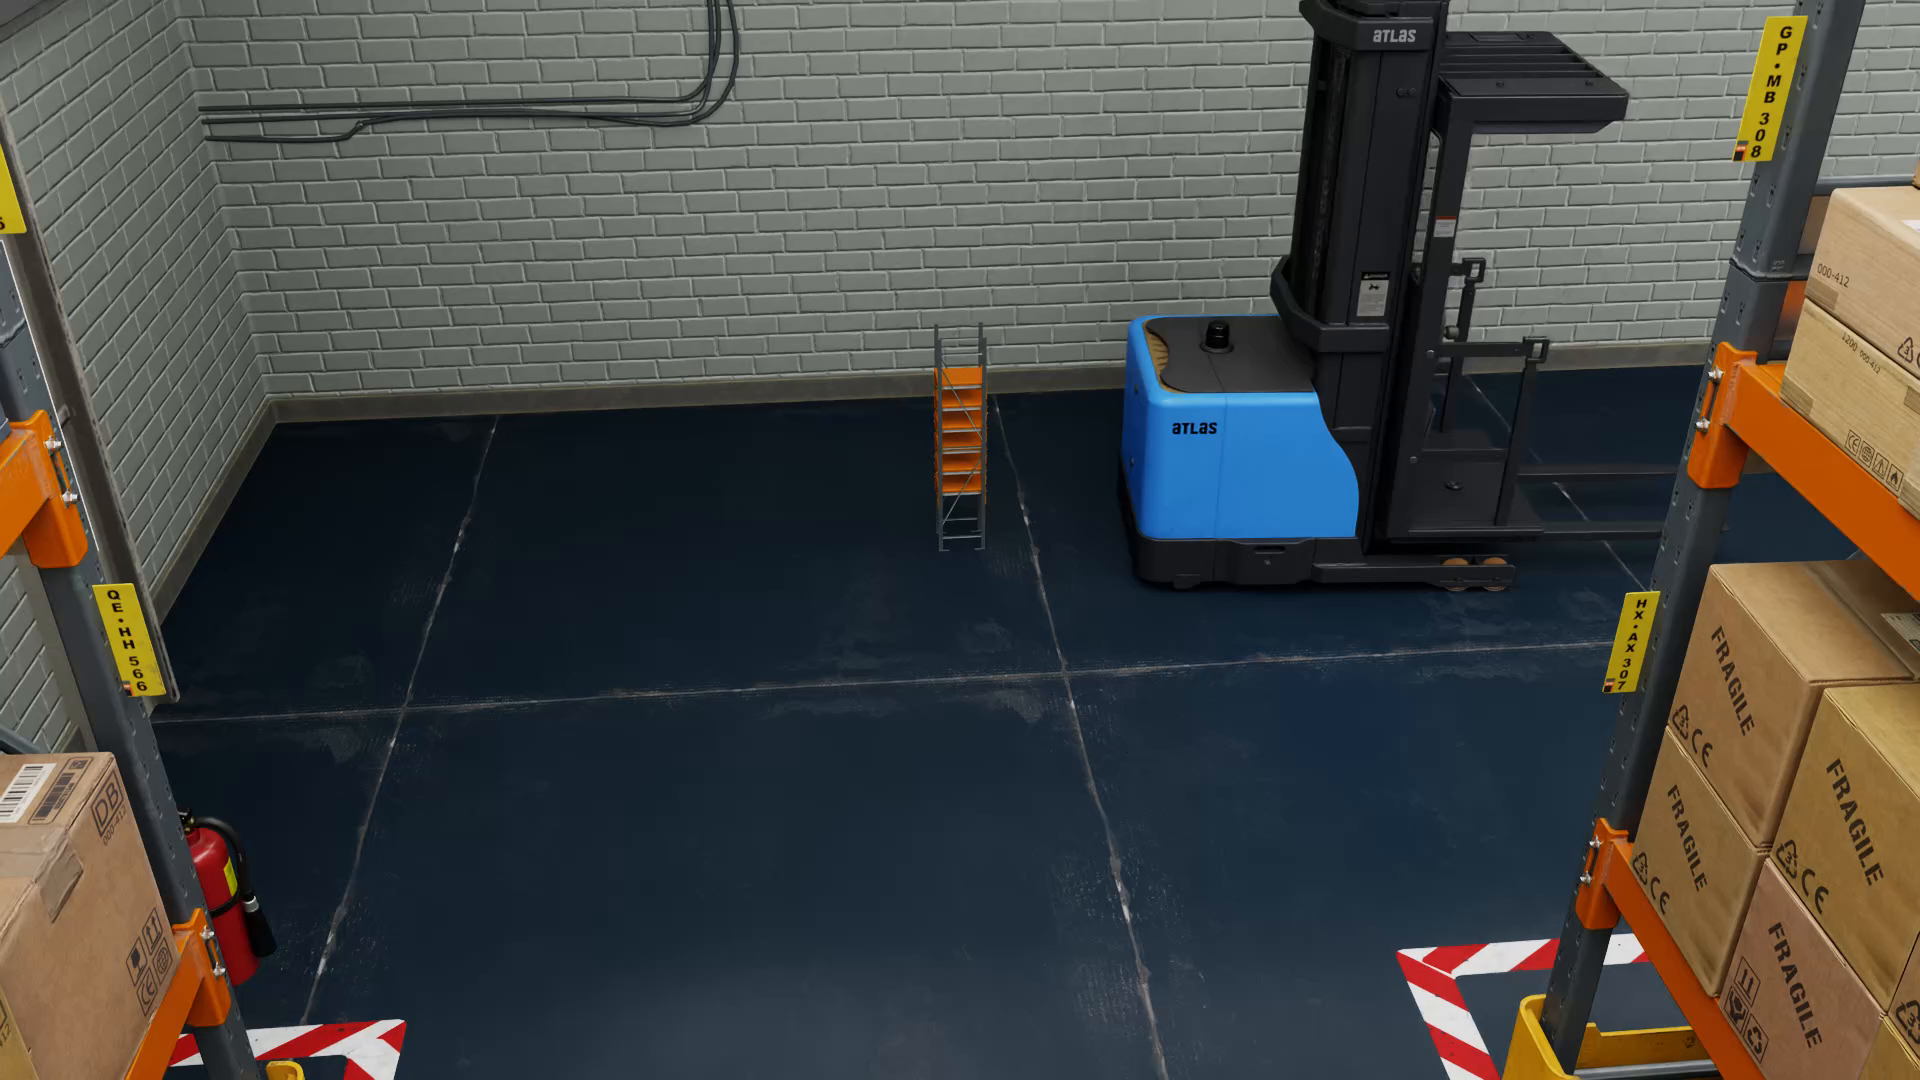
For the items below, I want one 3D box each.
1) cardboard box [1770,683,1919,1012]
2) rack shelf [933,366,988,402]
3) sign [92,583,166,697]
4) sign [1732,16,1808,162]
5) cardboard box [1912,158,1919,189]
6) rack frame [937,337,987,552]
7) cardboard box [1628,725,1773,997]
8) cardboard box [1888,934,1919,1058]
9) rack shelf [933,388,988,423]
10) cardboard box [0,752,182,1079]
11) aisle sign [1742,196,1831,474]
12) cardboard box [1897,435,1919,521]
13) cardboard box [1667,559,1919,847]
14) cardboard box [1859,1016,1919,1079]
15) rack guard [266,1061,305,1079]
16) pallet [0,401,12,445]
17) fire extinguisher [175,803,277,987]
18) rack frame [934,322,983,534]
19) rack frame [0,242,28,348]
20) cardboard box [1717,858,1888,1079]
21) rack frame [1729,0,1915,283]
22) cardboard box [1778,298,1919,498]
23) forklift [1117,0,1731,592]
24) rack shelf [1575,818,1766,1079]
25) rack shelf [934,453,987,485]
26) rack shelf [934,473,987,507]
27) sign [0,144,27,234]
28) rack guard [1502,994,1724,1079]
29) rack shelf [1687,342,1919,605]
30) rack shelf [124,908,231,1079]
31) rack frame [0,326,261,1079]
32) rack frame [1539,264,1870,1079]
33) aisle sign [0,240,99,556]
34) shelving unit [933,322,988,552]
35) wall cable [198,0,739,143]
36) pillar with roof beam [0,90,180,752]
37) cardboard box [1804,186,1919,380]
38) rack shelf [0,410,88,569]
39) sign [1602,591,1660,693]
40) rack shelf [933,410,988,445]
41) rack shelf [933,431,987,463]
[{"bbox_3d":[2.199,0.659,3.649,0.500,0.500,0.500,-2,31,-4],"label":"cardboard box"},{"bbox_3d":[0.001,-0.779,8.268,0.258,0.103,0.180,-3,31,-5],"label":"rack shelf"},{"bbox_3d":[-2.026,0.247,4.052,0.100,0.325,0.005,-3,31,-5],"label":"sign"},{"bbox_3d":[1.824,-1.012,3.741,0.100,0.325,0.005,-3,31,-5],"label":"sign"},{"bbox_3d":[2.428,-0.873,3.289,0.700,0.500,0.500,-3,31,-5],"label":"cardboard box"},{"bbox_3d":[0.010,-0.461,8.352,0.240,1.200,0.006,-3,31,-5],"label":"rack frame"},{"bbox_3d":[2.143,0.821,4.352,0.500,0.500,0.500,-2,31,-4],"label":"cardboard box"},{"bbox_3d":[2.241,0.914,3.221,0.500,0.500,0.500,-2,31,-4],"label":"cardboard box"},{"bbox_3d":[0.001,-0.676,8.330,0.258,0.103,0.180,-3,31,-5],"label":"rack shelf"},{"bbox_3d":[-2.510,0.996,3.866,0.980,0.700,0.700,-1,31,-2],"label":"cardboard box"},{"bbox_3d":[2.065,-0.512,4.146,0.394,0.787,0.004,-3,31,-5],"label":"aisle sign"},{"bbox_3d":[2.193,-0.068,3.159,0.500,0.250,0.500,-3,31,-5],"label":"cardboard box"},{"bbox_3d":[2.143,0.392,4.096,0.500,0.500,0.500,-2,31,-3],"label":"cardboard box"},{"bbox_3d":[2.240,1.341,3.482,0.500,0.500,0.500,-3,31,-5],"label":"cardboard box"},{"bbox_3d":[-2.570,1.925,5.039,1.175,0.500,0.348,-3,31,-5],"label":"rack guard"},{"bbox_3d":[-2.488,-0.007,2.998,1.003,0.211,1.213,-3,31,-5],"label":"pallet"},{"bbox_3d":[-2.122,0.959,4.659,0.296,0.674,0.183,-3,31,-5],"label":"fire extinguisher"},{"bbox_3d":[-0.007,-0.554,8.508,0.240,1.200,0.006,-3,31,-5],"label":"rack frame"},{"bbox_3d":[-2.568,-1.711,2.839,1.000,3.000,0.127,-3,31,-5],"label":"rack frame"},{"bbox_3d":[2.196,1.085,3.911,0.500,0.500,0.500,-3,31,-5],"label":"cardboard box"},{"bbox_3d":[2.364,-1.950,3.240,1.000,3.000,0.127,-3,31,-5],"label":"rack frame"},{"bbox_3d":[2.159,-0.324,3.588,0.500,0.250,0.500,-3,31,-5],"label":"cardboard box"},{"bbox_3d":[2.379,-1.273,8.023,3.031,2.935,1.130,-1,31,-1],"label":"forklift"},{"bbox_3d":[2.551,1.955,3.253,1.077,0.370,4.000,-3,31,-5],"label":"rack shelf"},{"bbox_3d":[0.001,-0.367,8.514,0.258,0.103,0.180,-3,31,-5],"label":"rack shelf"},{"bbox_3d":[0.001,-0.264,8.576,0.258,0.103,0.180,-3,31,-5],"label":"rack shelf"},{"bbox_3d":[-2.026,-0.788,3.433,0.100,0.325,0.005,-3,31,-5],"label":"sign"},{"bbox_3d":[2.371,1.737,5.354,1.175,0.500,0.348,-3,31,-5],"label":"rack guard"},{"bbox_3d":[2.551,0.667,2.484,1.077,0.370,4.000,-3,31,-5],"label":"rack shelf"},{"bbox_3d":[-2.381,2.194,2.853,1.077,0.370,4.000,-3,31,-5],"label":"rack shelf"},{"bbox_3d":[-2.568,0.864,4.378,1.000,3.000,0.127,-3,31,-5],"label":"rack frame"},{"bbox_3d":[2.364,0.625,4.778,1.000,3.000,0.127,-3,31,-5],"label":"rack frame"},{"bbox_3d":[-2.276,-0.303,3.797,0.394,0.787,0.004,-3,31,-5],"label":"aisle sign"},{"bbox_3d":[0.001,-0.508,8.430,0.258,1.200,0.189,-3,31,-5],"label":"shelving unit"},{"bbox_3d":[-2.740,-3.283,8.499,3.097,2.526,0.112,-3,31,-5],"label":"wall cable"},{"bbox_3d":[0.605,-3.254,5.423,9.100,9.000,0.400,-3,31,-5],"label":"pillar with roof beam"},{"bbox_3d":[2.153,-0.538,3.459,0.500,0.250,0.500,-3,31,-5],"label":"cardboard box"},{"bbox_3d":[-2.381,0.907,2.083,1.077,0.370,4.000,-3,31,-5],"label":"rack shelf"},{"bbox_3d":[1.824,0.280,4.512,0.100,0.325,0.005,-3,31,-5],"label":"sign"},{"bbox_3d":[0.001,-0.573,8.391,0.258,0.103,0.180,-3,31,-5],"label":"rack shelf"},{"bbox_3d":[0.001,-0.470,8.453,0.258,0.103,0.180,-3,31,-5],"label":"rack shelf"}]
